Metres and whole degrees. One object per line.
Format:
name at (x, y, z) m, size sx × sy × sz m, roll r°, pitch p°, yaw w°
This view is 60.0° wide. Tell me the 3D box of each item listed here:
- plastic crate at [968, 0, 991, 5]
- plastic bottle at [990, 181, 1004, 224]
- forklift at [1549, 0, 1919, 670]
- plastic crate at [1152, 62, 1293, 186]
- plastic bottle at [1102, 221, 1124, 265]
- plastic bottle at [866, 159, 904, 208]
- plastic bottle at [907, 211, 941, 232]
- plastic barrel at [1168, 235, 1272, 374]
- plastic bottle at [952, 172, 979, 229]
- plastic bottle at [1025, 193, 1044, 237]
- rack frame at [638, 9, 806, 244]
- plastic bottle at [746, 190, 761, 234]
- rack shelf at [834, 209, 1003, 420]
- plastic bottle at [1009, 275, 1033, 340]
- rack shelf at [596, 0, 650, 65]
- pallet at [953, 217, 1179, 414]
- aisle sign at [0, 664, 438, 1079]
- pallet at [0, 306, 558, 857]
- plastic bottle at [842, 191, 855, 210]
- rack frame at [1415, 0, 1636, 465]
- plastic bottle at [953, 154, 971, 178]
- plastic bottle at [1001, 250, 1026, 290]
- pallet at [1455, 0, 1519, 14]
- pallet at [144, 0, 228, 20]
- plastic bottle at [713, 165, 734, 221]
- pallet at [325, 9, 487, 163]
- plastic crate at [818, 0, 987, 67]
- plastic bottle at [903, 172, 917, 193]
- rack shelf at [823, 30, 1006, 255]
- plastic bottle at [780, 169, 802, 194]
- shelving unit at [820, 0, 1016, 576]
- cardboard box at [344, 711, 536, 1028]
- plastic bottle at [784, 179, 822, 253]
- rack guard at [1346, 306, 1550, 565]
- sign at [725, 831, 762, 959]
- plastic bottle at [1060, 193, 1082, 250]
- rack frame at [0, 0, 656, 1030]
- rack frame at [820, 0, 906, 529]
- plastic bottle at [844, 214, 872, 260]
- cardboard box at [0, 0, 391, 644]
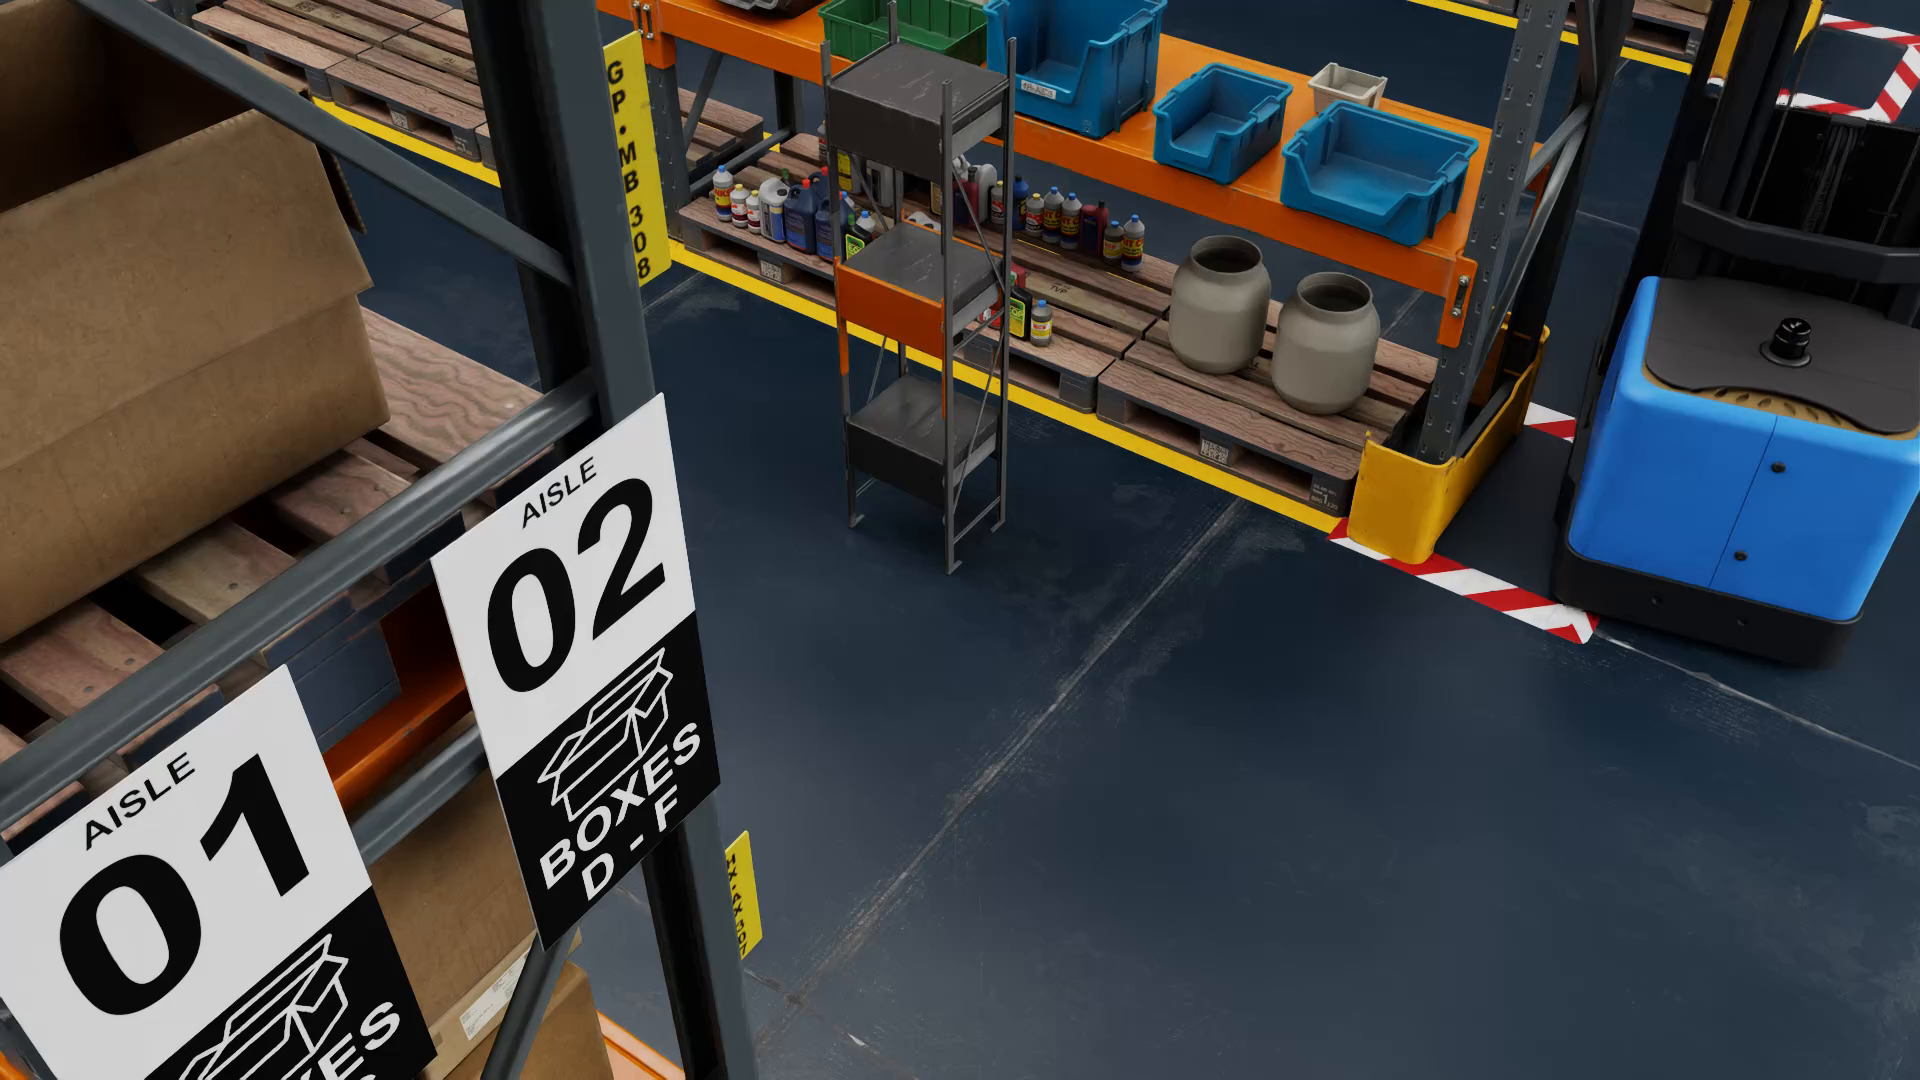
plastic crate at (0.315, -2.333, 7.306) m, size 0.437 × 0.136 × 0.530 m, roll 25°, pitch 48°, yaw 25°
plastic bottle at (0.197, -1.655, 8.119) m, size 0.097 × 0.201 × 0.097 m, roll 0°, pitch 42°, yaw 0°
forklift at (3.319, -1.605, 6.346) m, size 1.130 × 2.935 × 3.031 m, roll 16°, pitch 44°, yaw 17°
plastic crate at (1.005, -1.608, 6.409) m, size 0.408 × 0.251 × 0.499 m, roll 25°, pitch 48°, yaw 25°
plastic bottle at (0.725, -1.408, 7.843) m, size 0.097 × 0.201 × 0.097 m, roll 0°, pitch 42°, yaw 0°
plastic bottle at (-0.375, -1.811, 8.237) m, size 0.135 × 0.276 × 0.152 m, roll 25°, pitch 48°, yaw 25°
plastic bottle at (-0.170, -1.384, 7.759) m, size 0.135 × 0.276 × 0.152 m, roll 25°, pitch 48°, yaw 25°
plastic barrel at (1.122, -1.015, 7.185) m, size 0.421 × 0.512 × 0.421 m, roll 0°, pitch 42°, yaw 0°
plastic bottle at (0.024, -1.657, 8.060) m, size 0.133 × 0.283 × 0.061 m, roll 25°, pitch 48°, yaw 25°
plastic bottle at (0.366, -1.576, 8.031) m, size 0.097 × 0.201 × 0.097 m, roll 0°, pitch 42°, yaw 0°
rack frame at (-1.160, -2.915, 7.758) m, size 0.127 × 3.000 × 1.000 m, roll 25°, pitch 48°, yaw 25°
plastic bottle at (-0.984, -1.597, 8.054) m, size 0.097 × 0.201 × 0.097 m, roll 0°, pitch 42°, yaw 0°
rack shelf at (-0.136, -0.836, 6.130) m, size 0.480 × 0.518 × 0.431 m, roll 25°, pitch 48°, yaw 25°
plastic bottle at (0.253, -1.034, 7.363) m, size 0.133 × 0.283 × 0.061 m, roll 26°, pitch 48°, yaw 26°
rack shelf at (-2.797, -3.412, 8.854) m, size 4.000 × 0.370 × 1.077 m, roll 25°, pitch 48°, yaw 25°
pallet at (0.369, -1.129, 7.853) m, size 1.213 × 0.211 × 1.003 m, roll 25°, pitch 48°, yaw 25°
aisle sign at (-0.847, 0.536, 1.952) m, size 0.004 × 0.787 × 0.394 m, roll 25°, pitch 48°, yaw 25°
pallet at (-1.296, -0.050, 2.373) m, size 1.213 × 0.211 × 1.003 m, roll 25°, pitch 48°, yaw 25°
plastic bottle at (-0.549, -1.537, 7.934) m, size 0.097 × 0.271 × 0.097 m, roll 0°, pitch 42°, yaw 0°
rack frame at (2.115, -1.383, 6.046) m, size 0.127 × 3.000 × 1.000 m, roll 25°, pitch 48°, yaw 25°
plastic bottle at (-0.046, -1.805, 8.175) m, size 0.185 × 0.351 × 0.144 m, roll 25°, pitch 47°, yaw 25°
plastic bottle at (0.230, -1.169, 7.514) m, size 0.133 × 0.283 × 0.061 m, roll 25°, pitch 48°, yaw 25°
pallet at (3.257, -3.875, 10.922) m, size 1.213 × 0.211 × 1.003 m, roll 25°, pitch 48°, yaw 25°
pallet at (-5.104, -3.686, 10.711) m, size 1.213 × 0.211 × 1.003 m, roll 25°, pitch 48°, yaw 25°
plastic bottle at (-1.151, -1.701, 8.117) m, size 0.097 × 0.271 × 0.097 m, roll 0°, pitch 42°, yaw 0°
pallet at (-2.828, -2.622, 9.522) m, size 1.213 × 0.211 × 1.003 m, roll 25°, pitch 48°, yaw 25°
plastic crate at (-0.211, -2.162, 7.076) m, size 0.662 × 0.188 × 0.450 m, roll 25°, pitch 48°, yaw 25°
plastic bottle at (-0.310, -1.929, 8.313) m, size 0.185 × 0.351 × 0.144 m, roll 23°, pitch 47°, yaw 23°
rack shelf at (-0.136, -1.357, 5.663) m, size 0.480 × 0.518 × 0.431 m, roll 25°, pitch 48°, yaw 25°
plastic bottle at (-0.810, -1.655, 8.057) m, size 0.133 × 0.283 × 0.061 m, roll 25°, pitch 48°, yaw 25°
shelving unit at (-0.136, -0.846, 6.121) m, size 0.503 × 2.100 × 0.431 m, roll 25°, pitch 48°, yaw 25°
cardboard box at (-1.151, 0.593, 2.790) m, size 0.500 × 0.500 × 0.700 m, roll 25°, pitch 48°, yaw 25°
plastic bottle at (-0.737, -1.556, 7.896) m, size 0.185 × 0.351 × 0.144 m, roll 26°, pitch 48°, yaw 26°
rack guard at (2.026, -0.455, 6.884) m, size 0.348 × 0.500 × 1.175 m, roll 25°, pitch 48°, yaw 25°
sign at (-0.409, 0.667, 3.047) m, size 0.005 × 0.325 × 0.100 m, roll 25°, pitch 48°, yaw 25°
plastic bottle at (0.529, -1.526, 7.922) m, size 0.097 × 0.271 × 0.097 m, roll 0°, pitch 42°, yaw 0°
rack frame at (-0.732, -0.916, 1.025) m, size 0.127 × 3.000 × 1.000 m, roll 25°, pitch 48°, yaw 25°
rack frame at (-0.335, -0.939, 6.225) m, size 0.015 × 2.100 × 0.400 m, roll 25°, pitch 48°, yaw 25°
plastic bottle at (-0.472, -1.373, 7.742) m, size 0.133 × 0.283 × 0.061 m, roll 27°, pitch 48°, yaw 27°
cardboard box at (-1.200, -0.268, 2.053) m, size 0.637 × 0.503 × 0.797 m, roll 28°, pitch 49°, yaw 28°
